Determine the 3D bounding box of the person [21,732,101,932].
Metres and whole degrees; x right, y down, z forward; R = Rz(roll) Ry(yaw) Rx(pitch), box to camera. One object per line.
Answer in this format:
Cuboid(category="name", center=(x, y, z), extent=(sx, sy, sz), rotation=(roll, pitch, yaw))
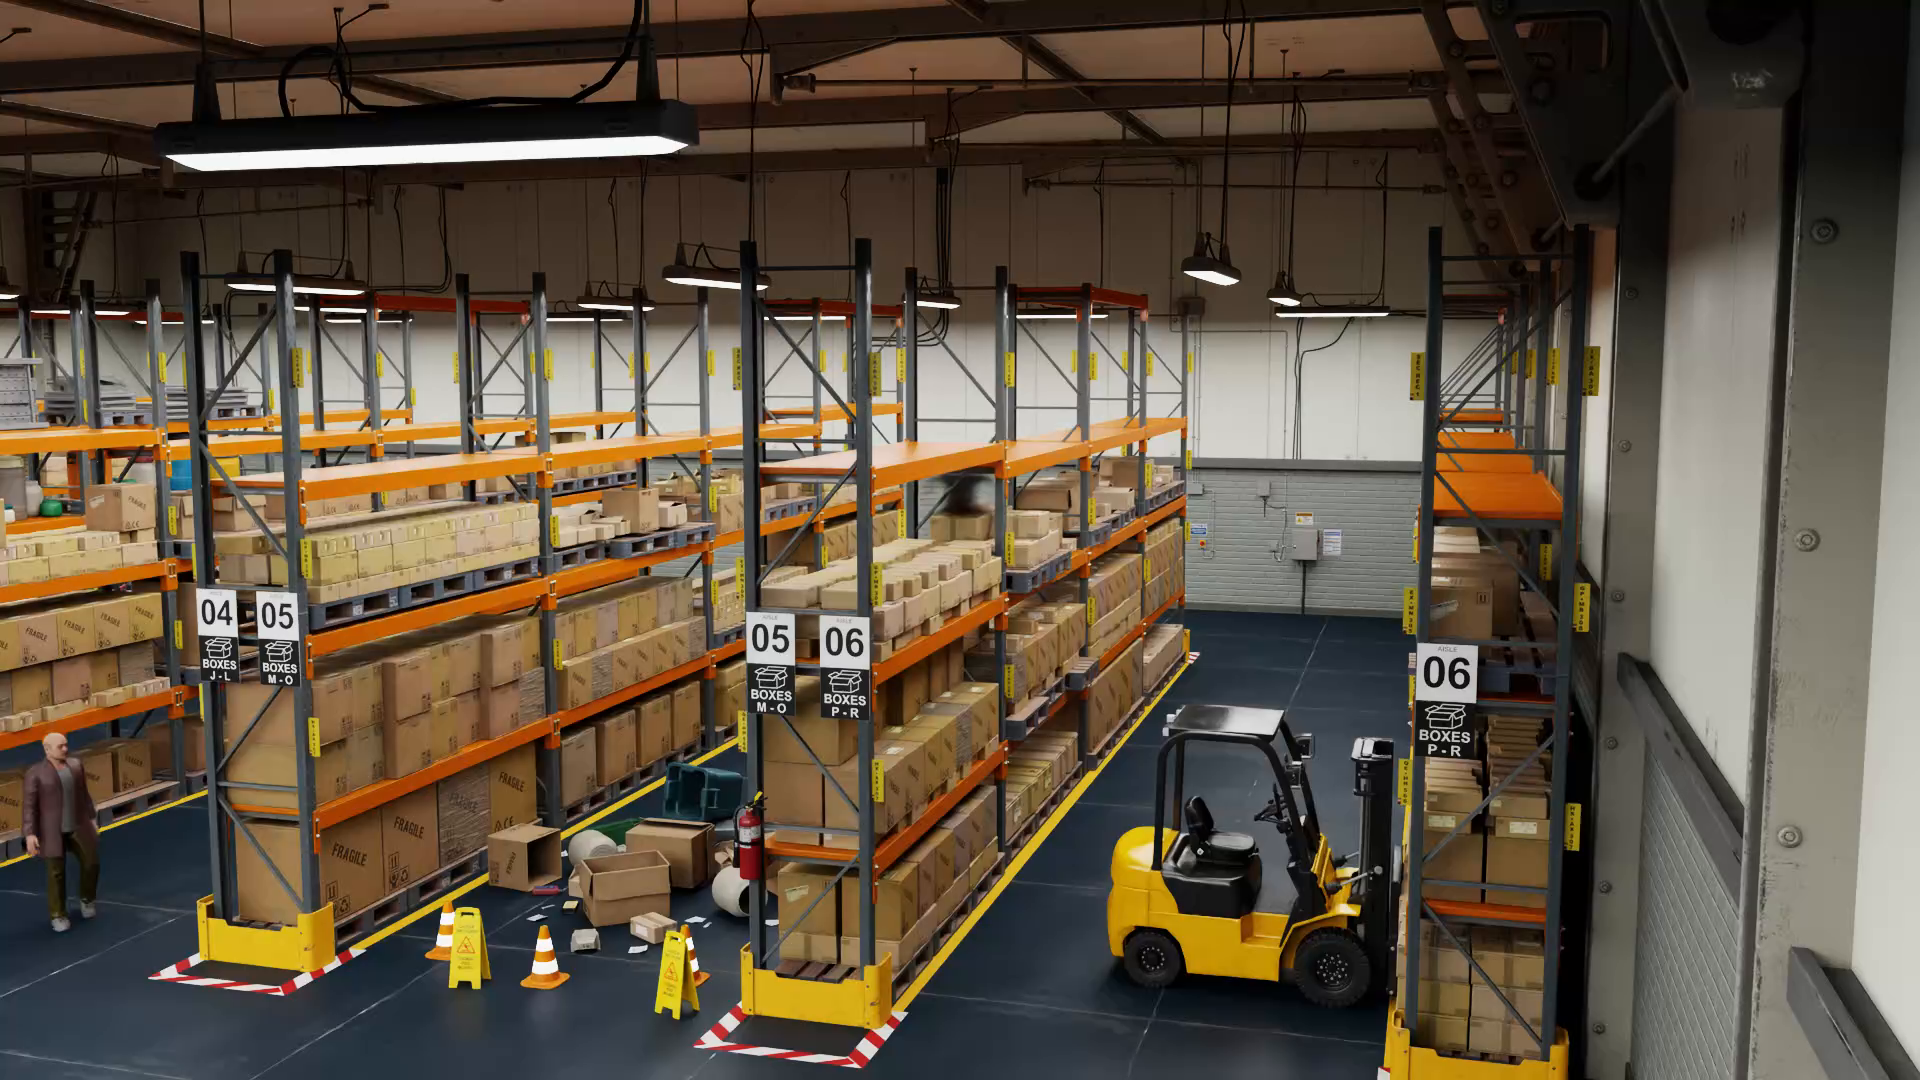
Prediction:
Cuboid(category="person", center=(-8.150, 2.613, 15.050), extent=(0.552, 1.780, 0.675), rotation=(6, 9, 43))
